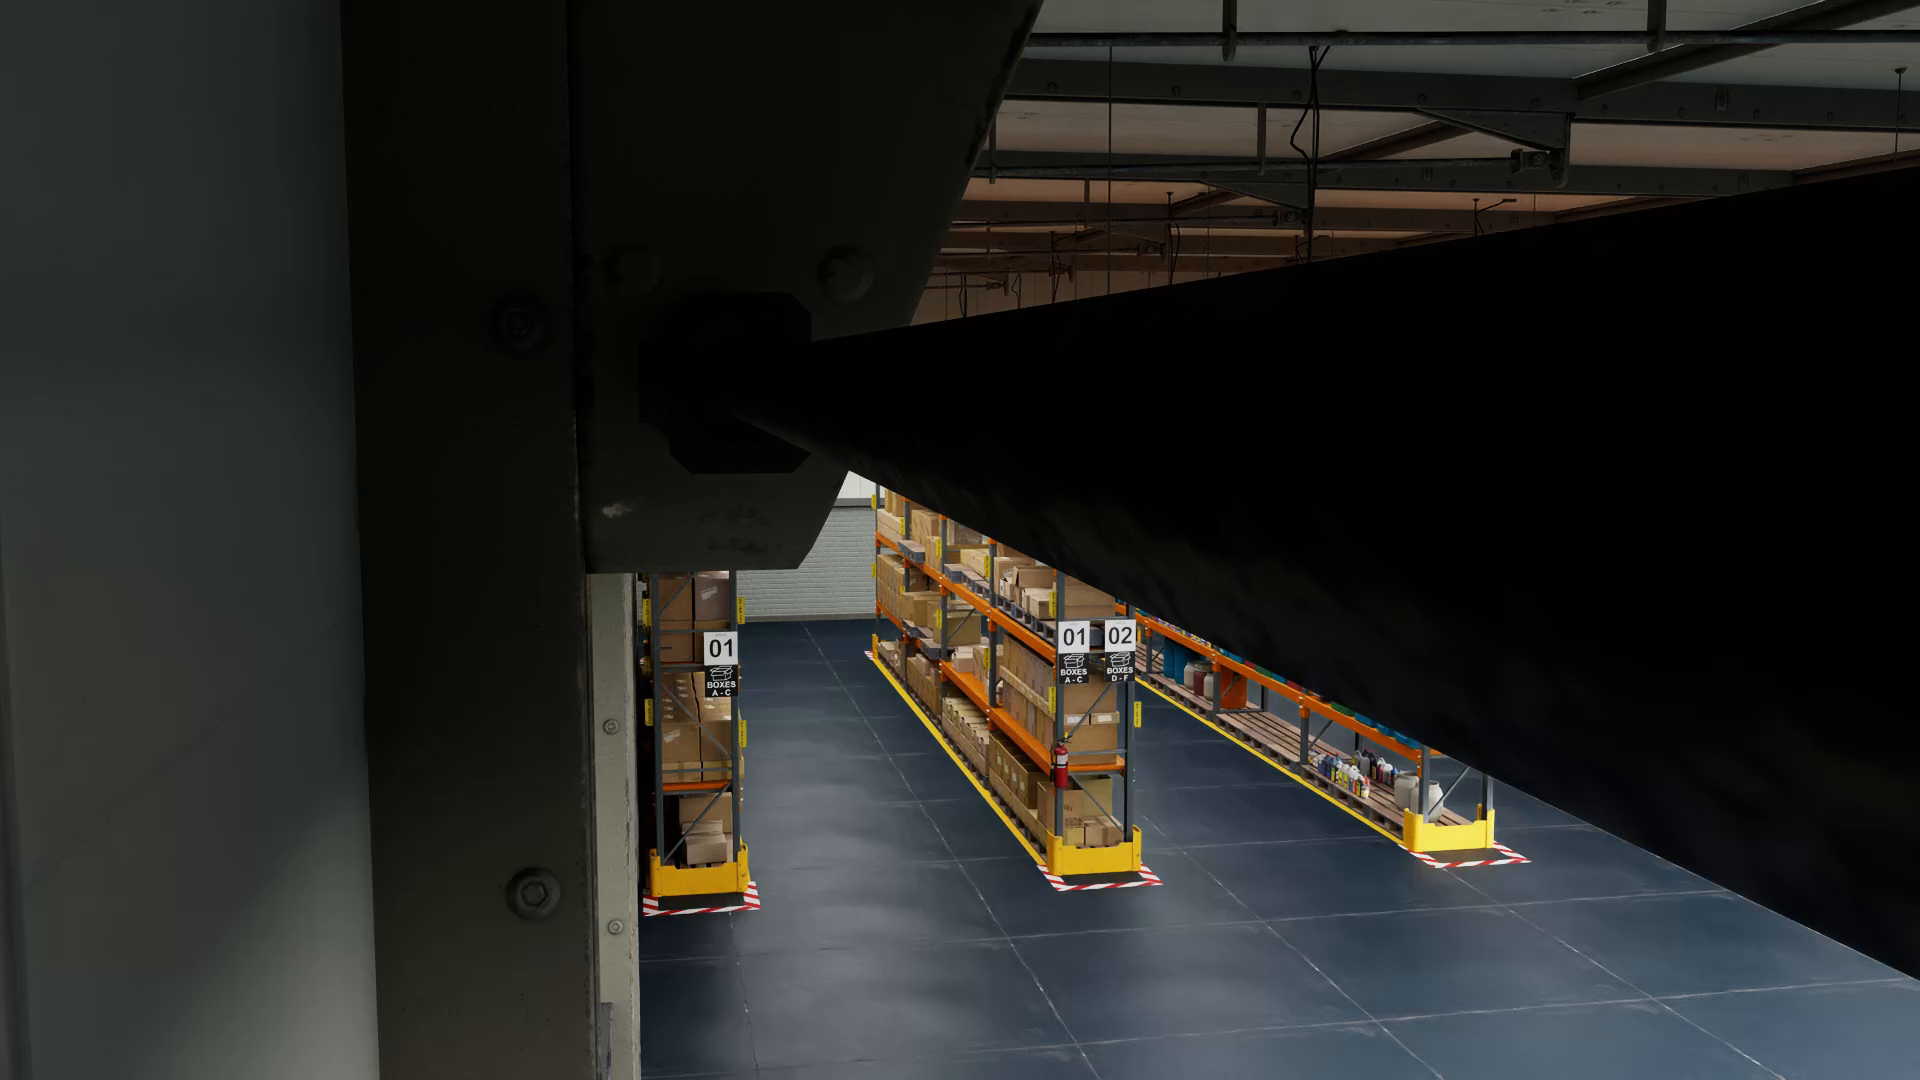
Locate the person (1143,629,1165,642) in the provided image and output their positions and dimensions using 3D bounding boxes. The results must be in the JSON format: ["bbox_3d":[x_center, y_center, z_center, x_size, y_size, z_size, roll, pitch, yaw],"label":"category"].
[{"bbox_3d":[4.557,1.631,38.540,0.791,1.550,0.621,4,7,32],"label":"person"}]
